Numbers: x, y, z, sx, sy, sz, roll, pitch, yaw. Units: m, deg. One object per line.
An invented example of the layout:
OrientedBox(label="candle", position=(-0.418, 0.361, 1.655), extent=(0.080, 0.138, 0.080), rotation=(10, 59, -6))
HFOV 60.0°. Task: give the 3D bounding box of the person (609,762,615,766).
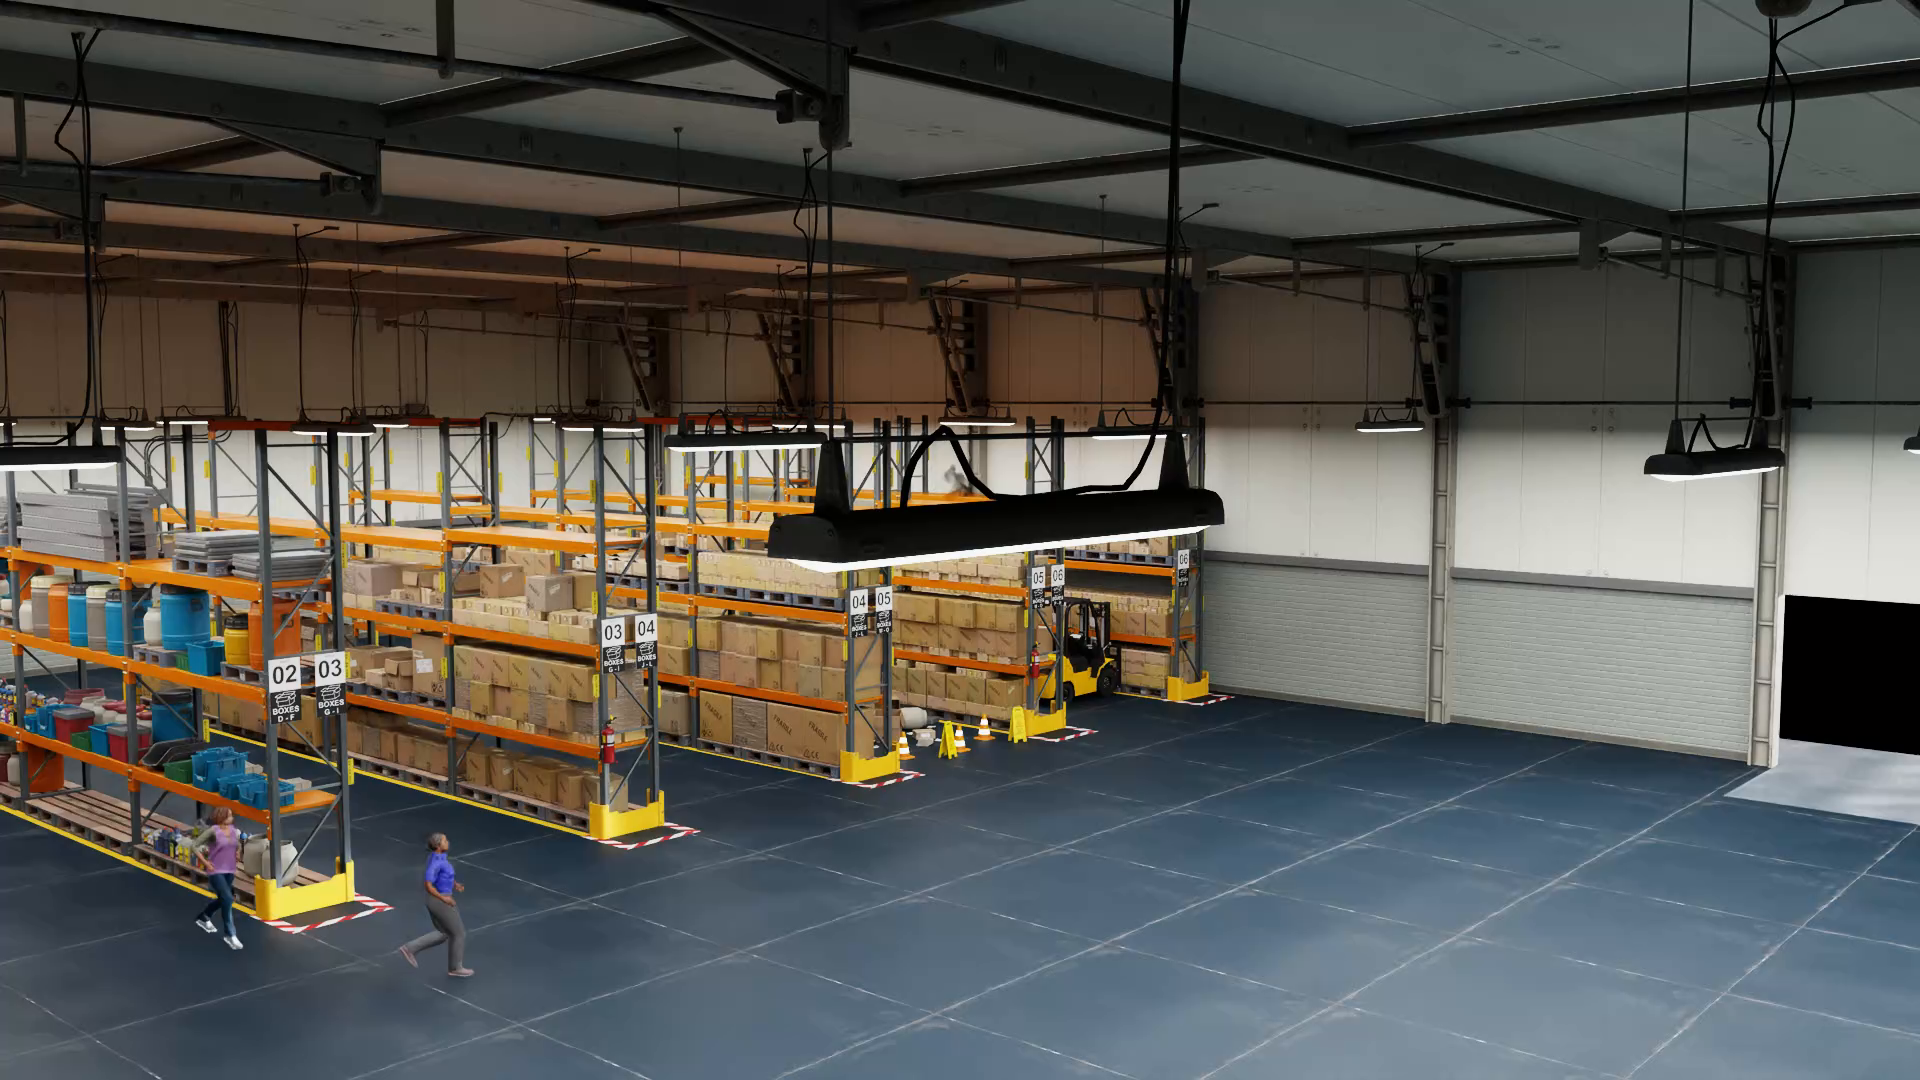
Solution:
OrientedBox(label="person", position=(-6.140, 3.084, 29.159), extent=(0.715, 1.719, 0.601), rotation=(3, 6, 35))

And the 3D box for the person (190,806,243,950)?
OrientedBox(label="person", position=(-8.643, 3.912, 19.500), extent=(0.869, 1.600, 0.543), rotation=(2, 5, 19))

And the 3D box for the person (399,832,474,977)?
OrientedBox(label="person", position=(-5.739, 4.017, 18.215), extent=(0.780, 1.646, 0.578), rotation=(-2, 5, -25))
